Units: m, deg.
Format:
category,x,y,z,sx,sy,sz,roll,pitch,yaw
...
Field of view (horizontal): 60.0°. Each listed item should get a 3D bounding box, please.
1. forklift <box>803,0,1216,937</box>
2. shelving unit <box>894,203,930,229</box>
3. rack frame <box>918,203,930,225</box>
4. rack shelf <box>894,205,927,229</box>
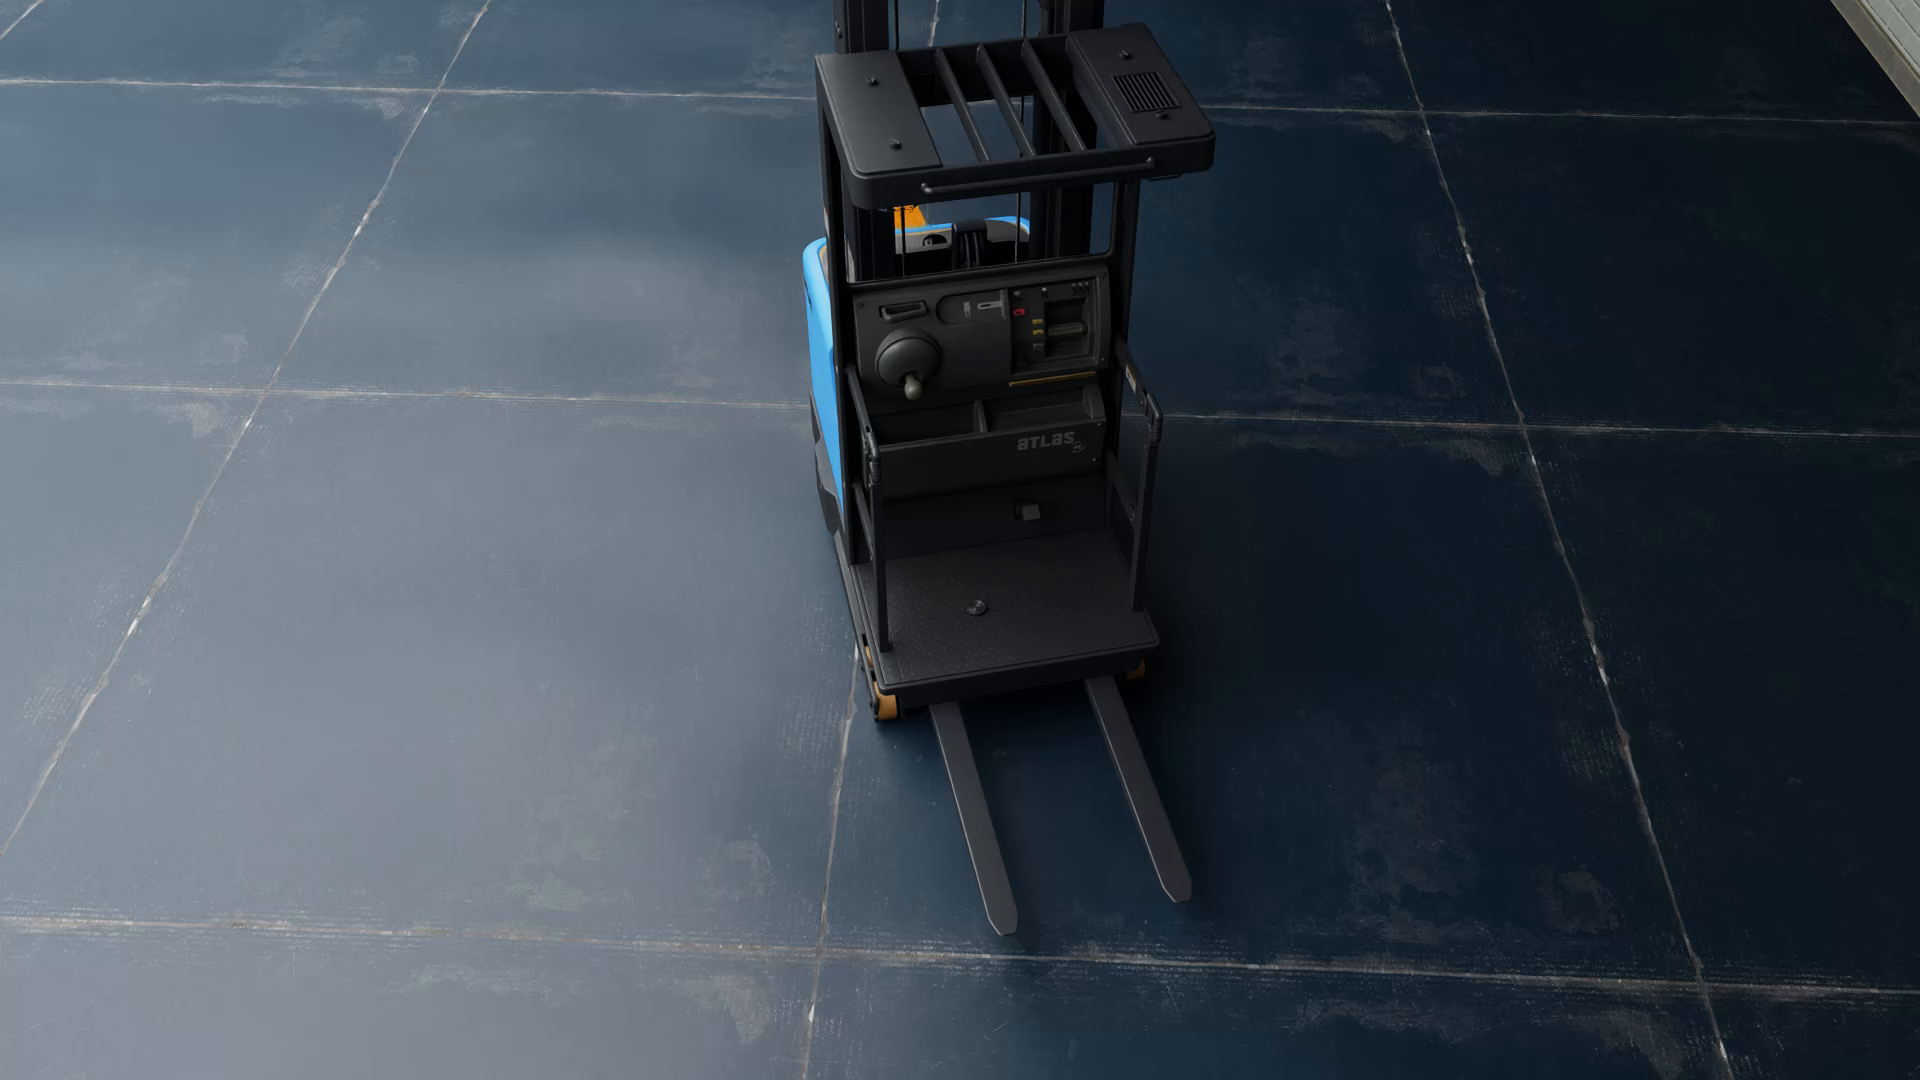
category,x,y,z,sx,sy,sz,roll,pitch,yaw
forklift,0.134,-0.653,5.800,1.130,2.935,3.031,-8,44,-9
shelving unit,-0.248,-1.153,7.595,0.189,1.200,0.258,-9,40,-10
rack frame,-0.159,-1.167,7.611,0.006,1.200,0.240,-9,40,-10
rack shelf,-0.252,-1.397,7.395,0.180,0.103,0.258,-9,40,-10
